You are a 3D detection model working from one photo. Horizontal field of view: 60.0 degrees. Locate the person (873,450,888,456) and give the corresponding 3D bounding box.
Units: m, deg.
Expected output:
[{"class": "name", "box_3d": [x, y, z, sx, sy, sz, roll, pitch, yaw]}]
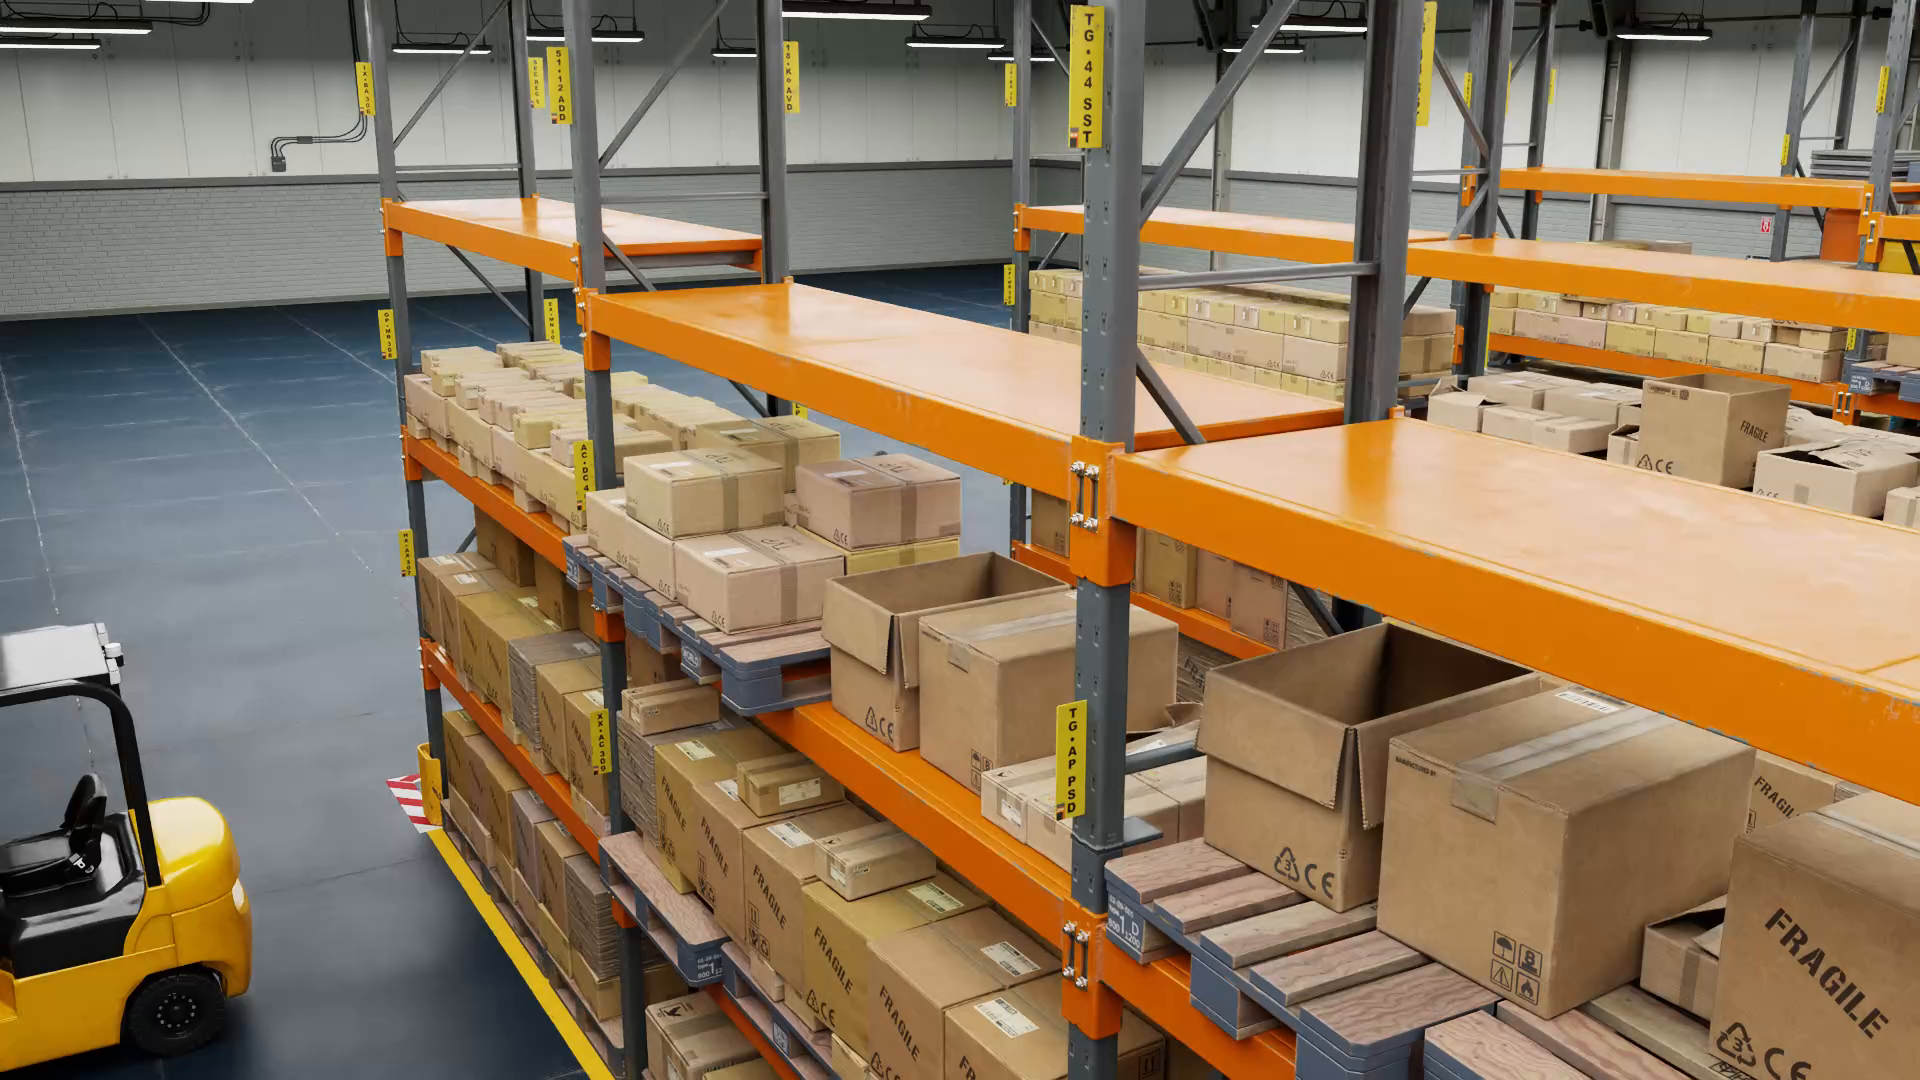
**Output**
[{"class": "person", "box_3d": [-0.712, -0.062, 16.260, 0.503, 1.654, 0.350, -9, 17, -30]}]
